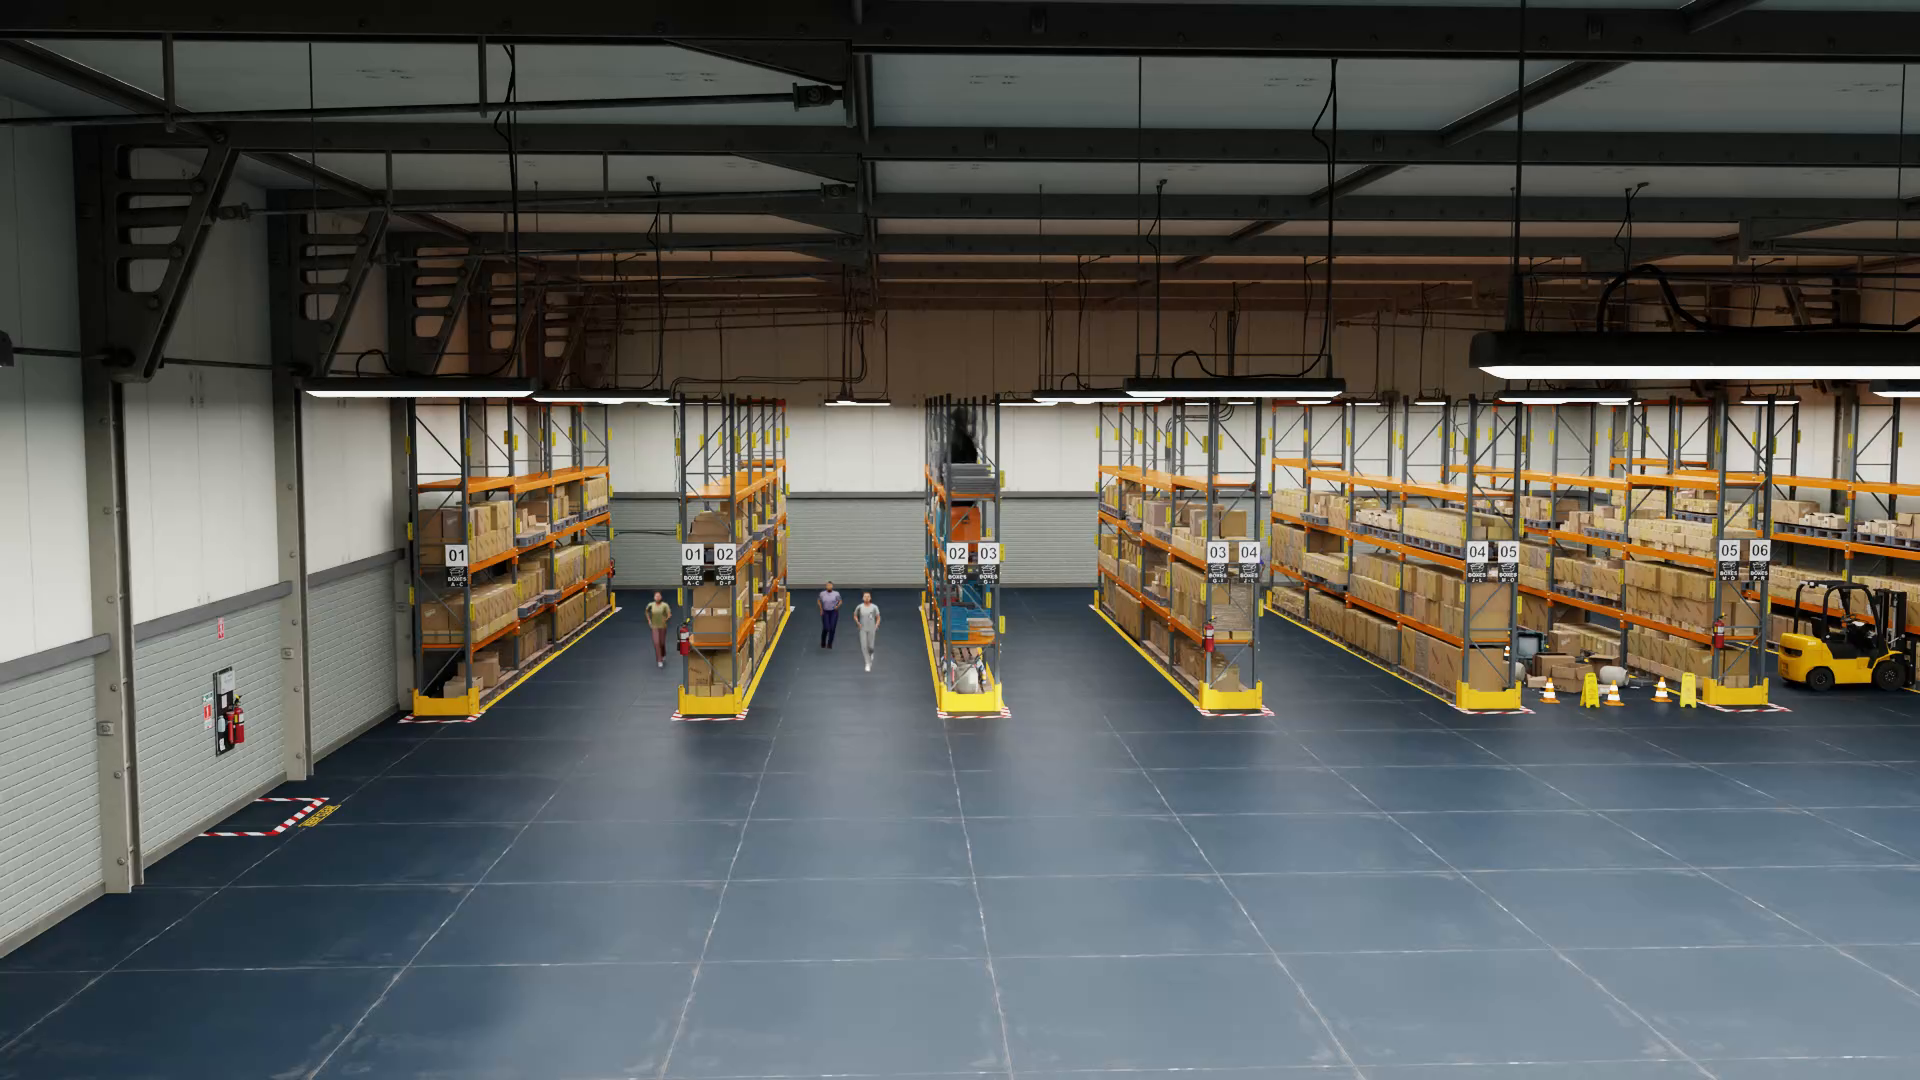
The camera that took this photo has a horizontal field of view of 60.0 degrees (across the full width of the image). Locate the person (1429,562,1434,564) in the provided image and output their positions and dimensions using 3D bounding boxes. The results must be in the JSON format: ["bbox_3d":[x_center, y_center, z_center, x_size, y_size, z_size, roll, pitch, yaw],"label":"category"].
[{"bbox_3d":[12.244,1.433,43.334,0.640,1.726,0.662,-1,5,-17],"label":"person"}]

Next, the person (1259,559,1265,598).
[{"bbox_3d":[8.530,1.063,48.636,0.584,1.611,0.613,-4,6,-44],"label":"person"}]

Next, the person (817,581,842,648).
[{"bbox_3d":[-3.091,1.787,39.596,0.587,1.613,0.583,-1,5,-7],"label":"person"}]

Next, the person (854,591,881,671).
[{"bbox_3d":[-1.946,1.884,34.695,0.549,1.644,0.599,0,5,-2],"label":"person"}]

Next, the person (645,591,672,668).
[{"bbox_3d":[-6.718,1.964,37.077,0.587,1.666,0.838,-1,5,-7],"label":"person"}]
